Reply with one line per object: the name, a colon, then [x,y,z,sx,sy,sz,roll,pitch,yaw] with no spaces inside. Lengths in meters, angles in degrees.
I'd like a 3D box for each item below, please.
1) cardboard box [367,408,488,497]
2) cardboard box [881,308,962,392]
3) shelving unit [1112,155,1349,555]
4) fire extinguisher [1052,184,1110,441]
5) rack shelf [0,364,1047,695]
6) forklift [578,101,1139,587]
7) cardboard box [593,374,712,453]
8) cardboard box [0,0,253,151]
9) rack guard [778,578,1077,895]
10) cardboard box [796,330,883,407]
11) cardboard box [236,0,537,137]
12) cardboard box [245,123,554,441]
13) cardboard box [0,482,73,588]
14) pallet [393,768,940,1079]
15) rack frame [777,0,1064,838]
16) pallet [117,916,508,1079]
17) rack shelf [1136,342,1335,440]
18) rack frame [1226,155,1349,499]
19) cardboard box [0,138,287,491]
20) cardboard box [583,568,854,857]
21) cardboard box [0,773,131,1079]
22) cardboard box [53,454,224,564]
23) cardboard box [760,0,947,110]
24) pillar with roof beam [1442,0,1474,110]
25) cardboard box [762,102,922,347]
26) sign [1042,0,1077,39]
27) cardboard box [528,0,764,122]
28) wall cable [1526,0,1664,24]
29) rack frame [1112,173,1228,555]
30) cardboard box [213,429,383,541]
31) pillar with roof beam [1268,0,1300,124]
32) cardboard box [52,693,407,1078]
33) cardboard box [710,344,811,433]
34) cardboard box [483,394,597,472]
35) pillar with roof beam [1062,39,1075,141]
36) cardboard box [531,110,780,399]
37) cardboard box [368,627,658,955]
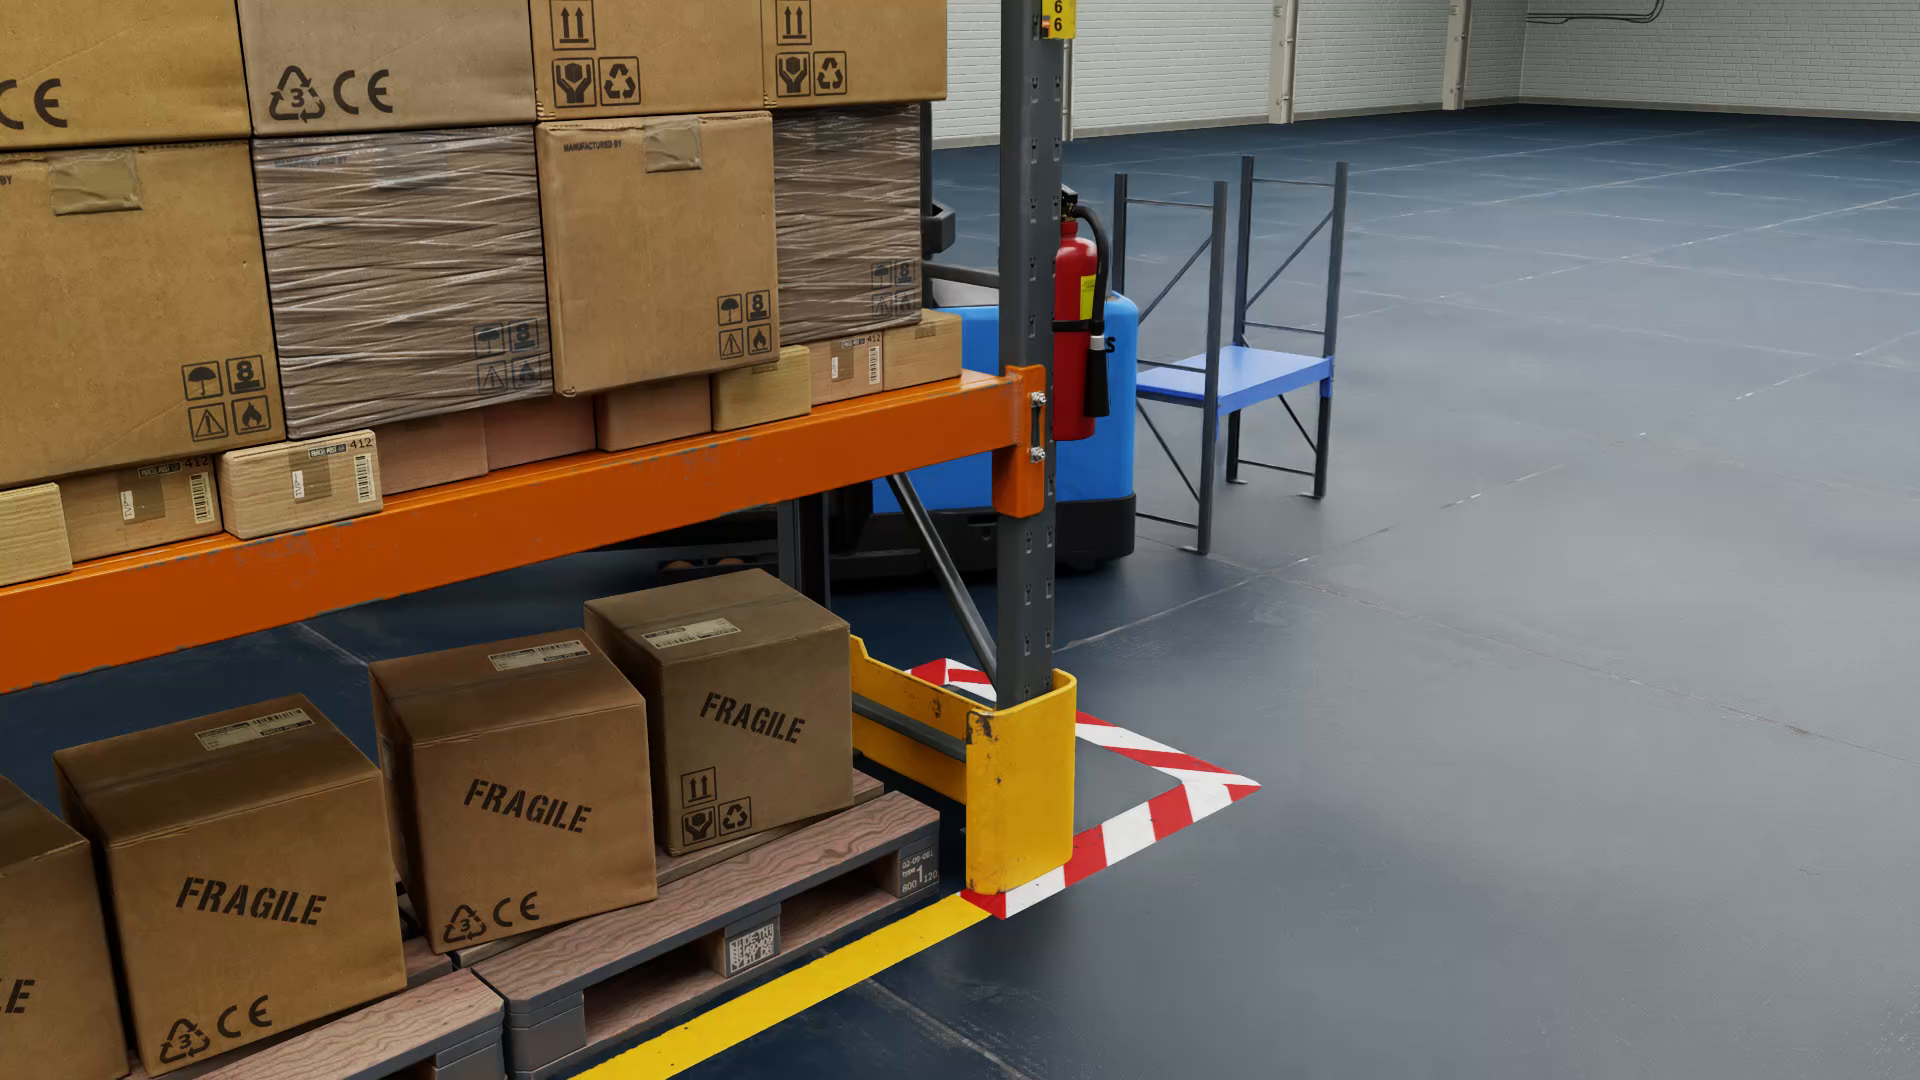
cardboard box: [-1.108,-0.208,3.169,0.250,0.149,0.380,-16,24,-41]
cardboard box: [-0.211,-0.476,3.998,0.250,0.149,0.380,-16,24,-41]
shelving unit: [1.140,-0.827,7.104,0.538,1.500,1.048,14,23,37]
fire extinguisher: [0.254,-0.587,4.056,0.183,0.674,0.296,-16,24,-41]
rack shelf: [-1.599,0.064,3.092,4.000,0.370,1.077,-16,24,-41]
forklift: [-0.876,-1.323,6.313,3.031,2.935,1.130,-4,18,-11]
cardboard box: [-0.732,-0.309,3.483,0.250,0.149,0.380,-16,24,-41]
cardboard box: [-1.469,-0.878,2.565,0.500,0.500,0.500,-16,24,-41]
rack guard: [-0.201,0.503,4.624,0.348,0.500,1.175,-16,24,-41]
cardboard box: [-0.394,-0.423,3.835,0.250,0.149,0.380,-16,24,-41]
cardboard box: [-1.100,-0.983,2.886,0.500,0.500,0.500,-16,24,-41]
cardboard box: [-1.239,-0.552,3.179,0.500,0.500,0.875,-16,24,-41]
cardboard box: [-1.609,-0.034,2.634,0.250,0.149,0.380,-16,24,-41]
pallet: [-0.816,0.804,4.162,1.213,0.211,1.003,-16,24,-41]
rack frame: [-0.146,-0.702,4.288,0.127,3.000,1.000,-16,24,-41]
pallet: [-1.702,1.062,3.368,1.213,0.211,1.003,-16,24,-41]
rack shelf: [1.140,-0.656,7.159,0.538,0.185,1.000,14,23,37]
rack frame: [1.459,-0.949,7.481,0.500,1.500,0.032,14,23,37]
cardboard box: [-1.610,-0.449,2.861,0.500,0.500,0.875,-16,24,-41]
cardboard box: [-0.611,0.415,4.212,0.500,0.500,0.500,-11,21,-31]
cardboard box: [-1.926,0.786,3.068,0.500,0.500,0.500,15,23,39]
cardboard box: [-1.459,-0.098,2.829,0.250,0.149,0.380,-16,24,-41]
cardboard box: [-0.376,-1.195,3.542,0.500,0.500,0.500,-16,24,-41]
pillar with roof beam: [13.263,-12.335,30.440,0.400,9.000,9.100,-16,24,-41]
cardboard box: [-0.565,-0.781,3.886,0.500,0.500,0.875,-16,24,-41]
sign: [0.221,-1.275,3.664,0.005,0.325,0.100,-16,24,-41]
cardboard box: [-0.735,-1.088,3.211,0.500,0.500,0.500,-16,24,-41]
wall cable: [13.355,-12.151,34.905,0.112,2.526,3.097,-16,24,-41]
rack frame: [0.821,-0.705,6.727,0.500,1.500,0.032,14,23,37]
cardboard box: [-1.229,-0.135,2.945,0.250,0.149,0.380,-16,24,-41]
pillar with roof beam: [8.903,-11.064,26.518,0.400,9.000,9.100,-16,24,-41]
cardboard box: [-1.490,0.678,3.402,0.500,0.500,0.500,-14,22,-36]
cardboard box: [-0.540,-0.359,3.636,0.250,0.149,0.380,-16,24,-41]
cardboard box: [-0.942,-0.266,3.348,0.250,0.149,0.380,-16,24,-41]
pillar with roof beam: [4.544,-9.792,22.597,0.400,9.000,9.100,-16,24,-41]
cardboard box: [-0.846,-0.648,3.476,0.500,0.500,0.875,-16,24,-41]
cardboard box: [-1.022,0.550,3.798,0.500,0.500,0.500,-9,20,-27]
